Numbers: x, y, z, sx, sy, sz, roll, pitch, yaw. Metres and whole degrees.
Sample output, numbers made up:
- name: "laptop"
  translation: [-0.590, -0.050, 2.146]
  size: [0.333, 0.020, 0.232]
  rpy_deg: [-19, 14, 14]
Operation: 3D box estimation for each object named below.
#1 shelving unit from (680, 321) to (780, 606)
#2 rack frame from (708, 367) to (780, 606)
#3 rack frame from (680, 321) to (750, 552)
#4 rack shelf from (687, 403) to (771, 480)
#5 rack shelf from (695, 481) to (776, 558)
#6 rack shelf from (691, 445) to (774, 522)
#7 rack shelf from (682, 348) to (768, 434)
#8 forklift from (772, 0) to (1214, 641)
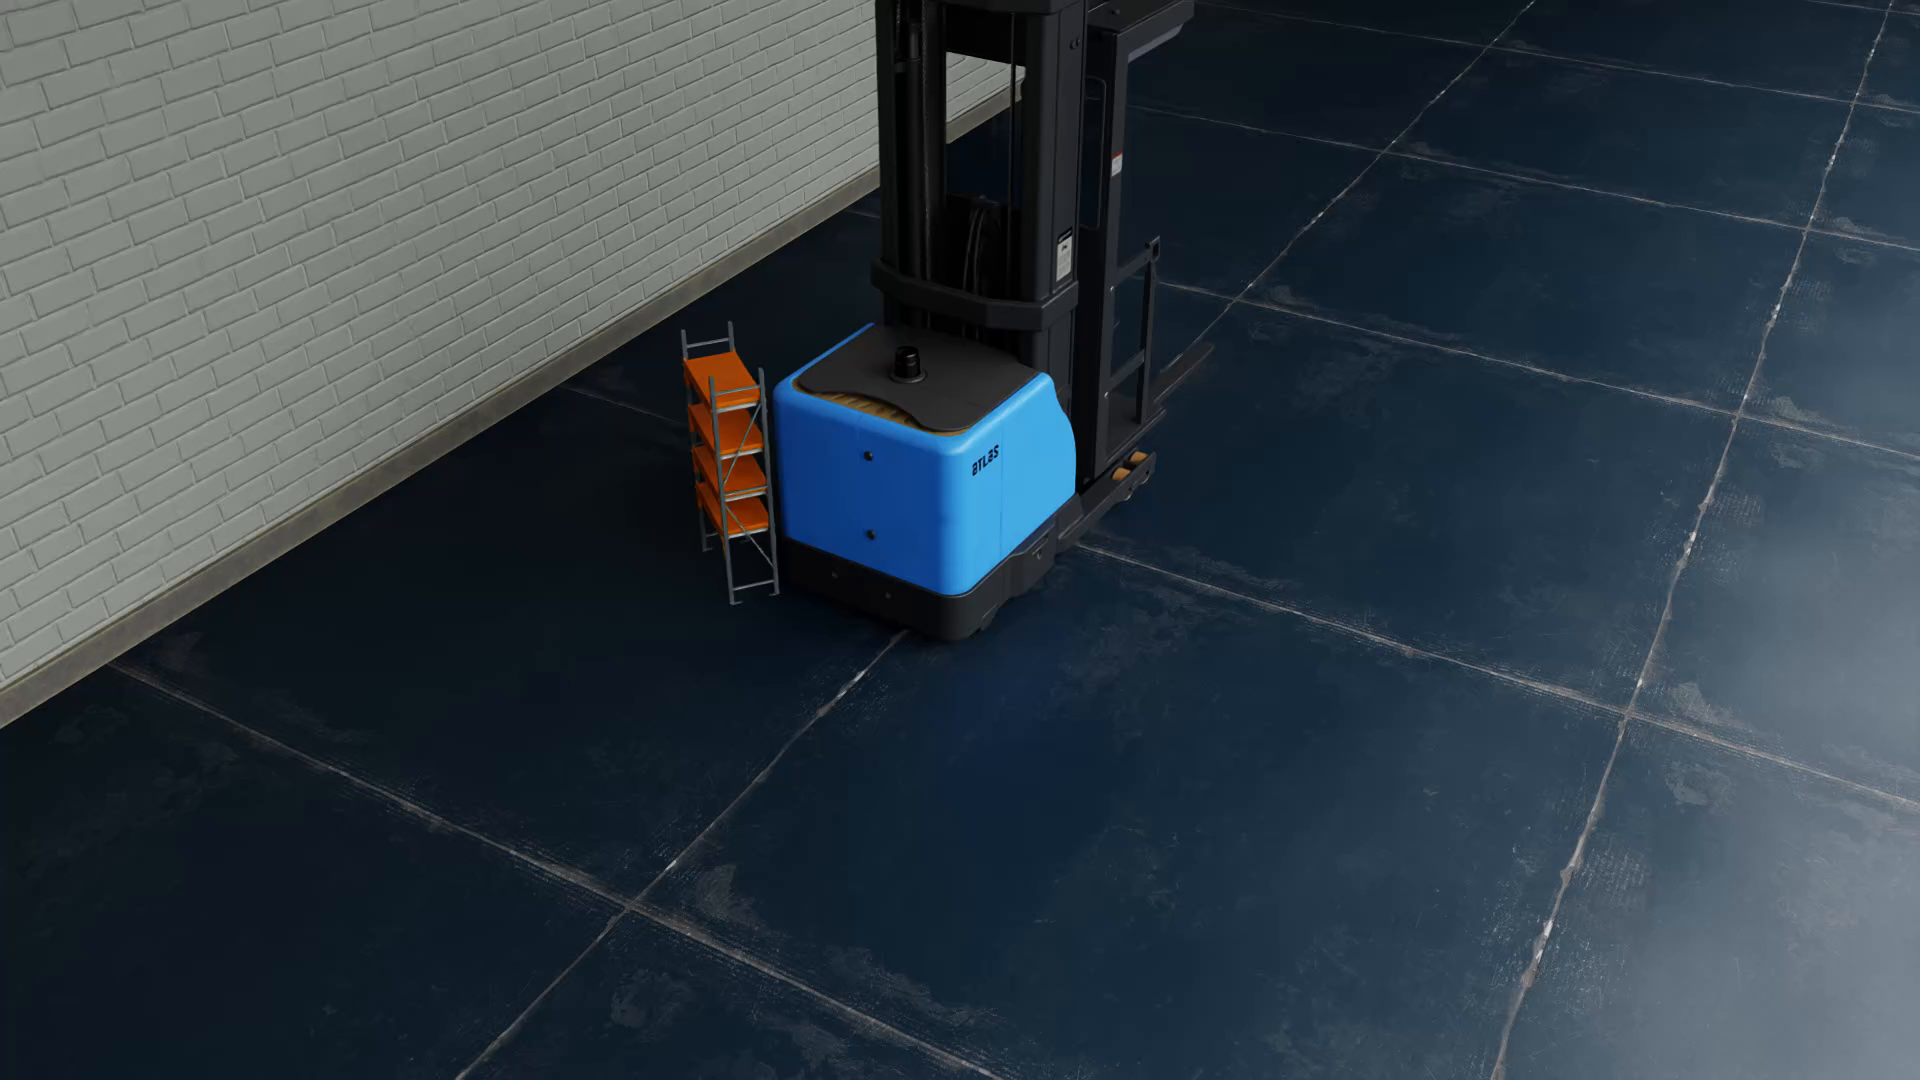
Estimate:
- name: "shelving unit"
  translation: [-1.059, -0.346, 7.686]
  size: [0.258, 1.200, 0.503]
  rpy_deg: [-13, 36, -18]
- name: "rack frame"
  translation: [-0.967, -0.220, 7.498]
  size: [0.240, 1.200, 0.015]
  rpy_deg: [-13, 36, -18]
- name: "rack frame"
  translation: [-1.152, -0.471, 7.874]
  size: [0.240, 1.200, 0.015]
  rpy_deg: [-13, 36, -18]
- name: "rack shelf"
  translation: [-1.059, -0.476, 7.599]
  size: [0.258, 0.148, 0.480]
  rpy_deg: [-13, 36, -18]
- name: "rack shelf"
  translation: [-1.060, -0.124, 7.833]
  size: [0.258, 0.148, 0.480]
  rpy_deg: [-13, 36, -18]
- name: "rack shelf"
  translation: [-1.059, -0.290, 7.723]
  size: [0.258, 0.148, 0.480]
  rpy_deg: [-13, 36, -18]
- name: "rack shelf"
  translation: [-1.059, -0.673, 7.468]
  size: [0.258, 0.148, 0.480]
  rpy_deg: [-13, 36, -18]
- name: "forklift"
  translation: [0.365, -1.549, 7.932]
  size: [1.130, 2.935, 3.031]
  rpy_deg: [19, 38, 26]
